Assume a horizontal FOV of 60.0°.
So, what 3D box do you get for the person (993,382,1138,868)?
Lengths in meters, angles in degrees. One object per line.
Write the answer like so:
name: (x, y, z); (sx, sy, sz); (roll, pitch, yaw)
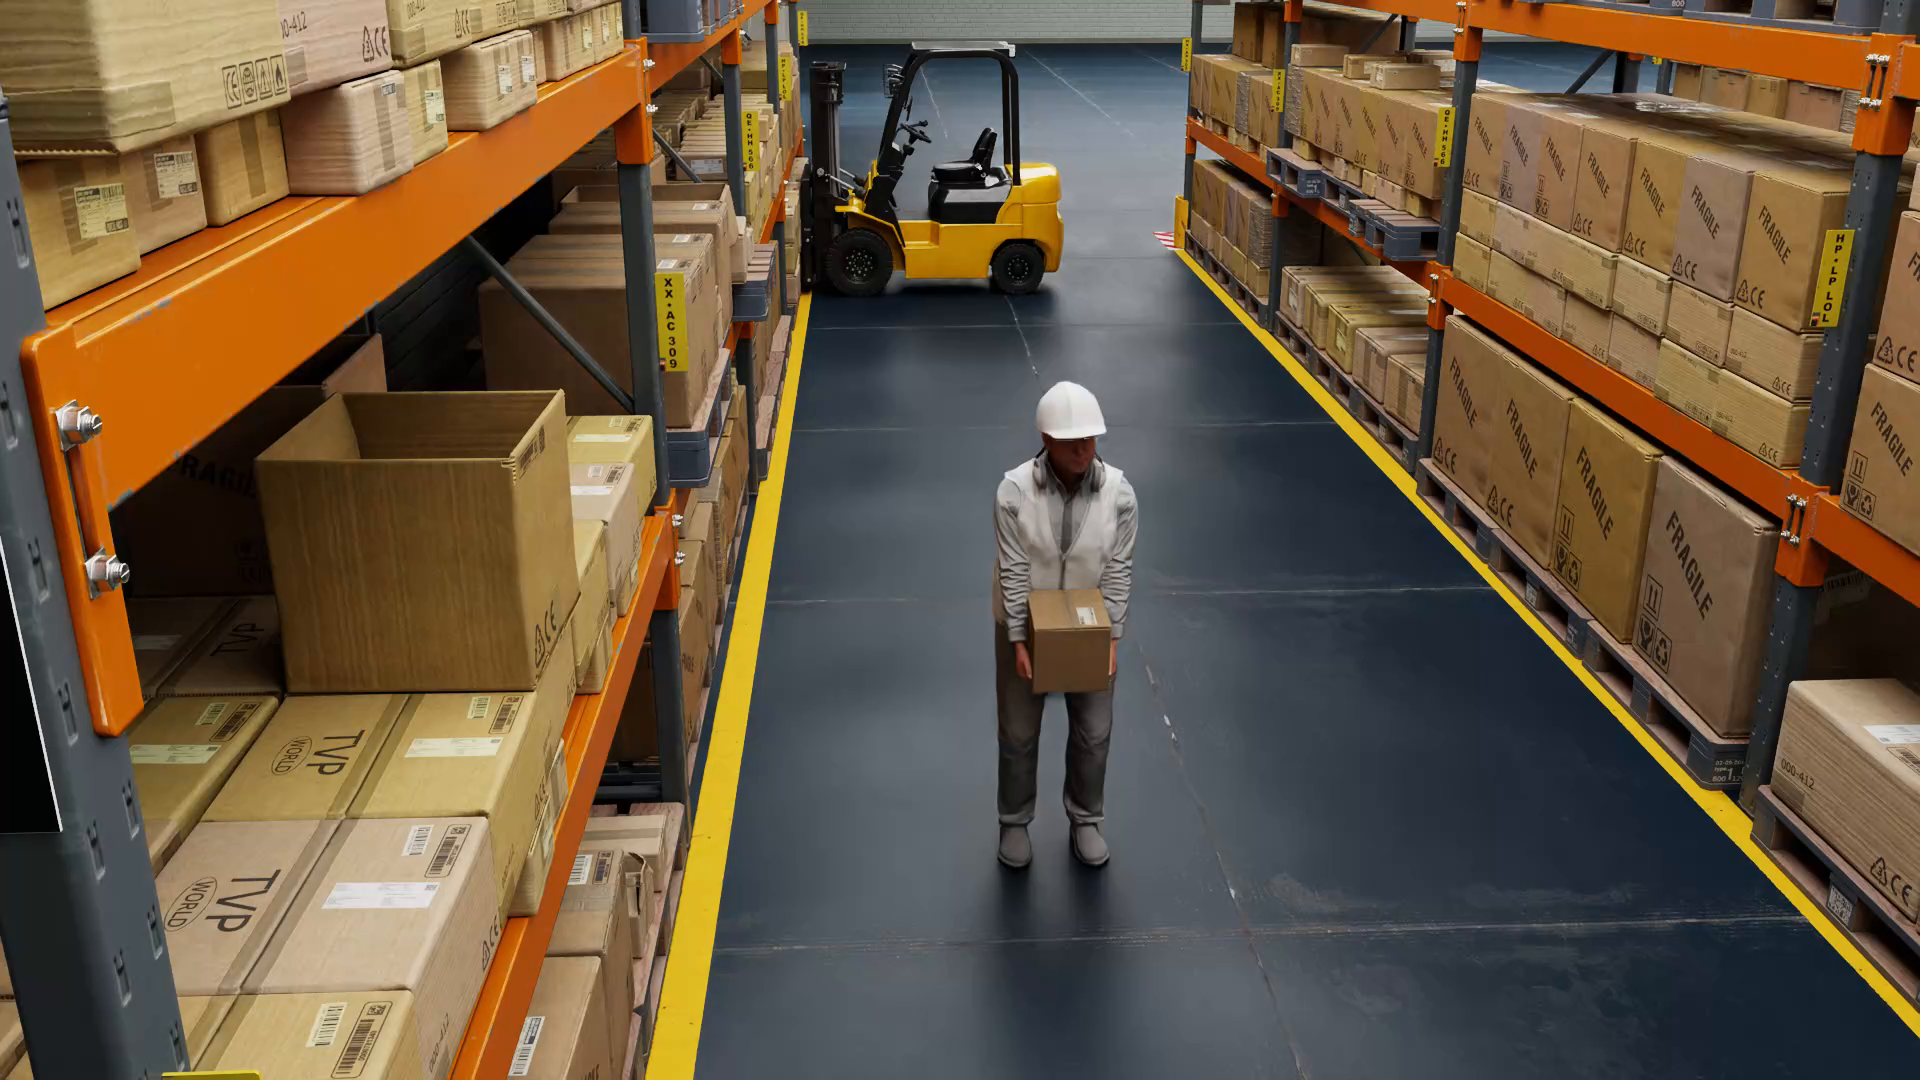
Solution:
person: (0.356, 0.318, 5.696); (0.487, 1.765, 0.577); (-1, 20, -4)
